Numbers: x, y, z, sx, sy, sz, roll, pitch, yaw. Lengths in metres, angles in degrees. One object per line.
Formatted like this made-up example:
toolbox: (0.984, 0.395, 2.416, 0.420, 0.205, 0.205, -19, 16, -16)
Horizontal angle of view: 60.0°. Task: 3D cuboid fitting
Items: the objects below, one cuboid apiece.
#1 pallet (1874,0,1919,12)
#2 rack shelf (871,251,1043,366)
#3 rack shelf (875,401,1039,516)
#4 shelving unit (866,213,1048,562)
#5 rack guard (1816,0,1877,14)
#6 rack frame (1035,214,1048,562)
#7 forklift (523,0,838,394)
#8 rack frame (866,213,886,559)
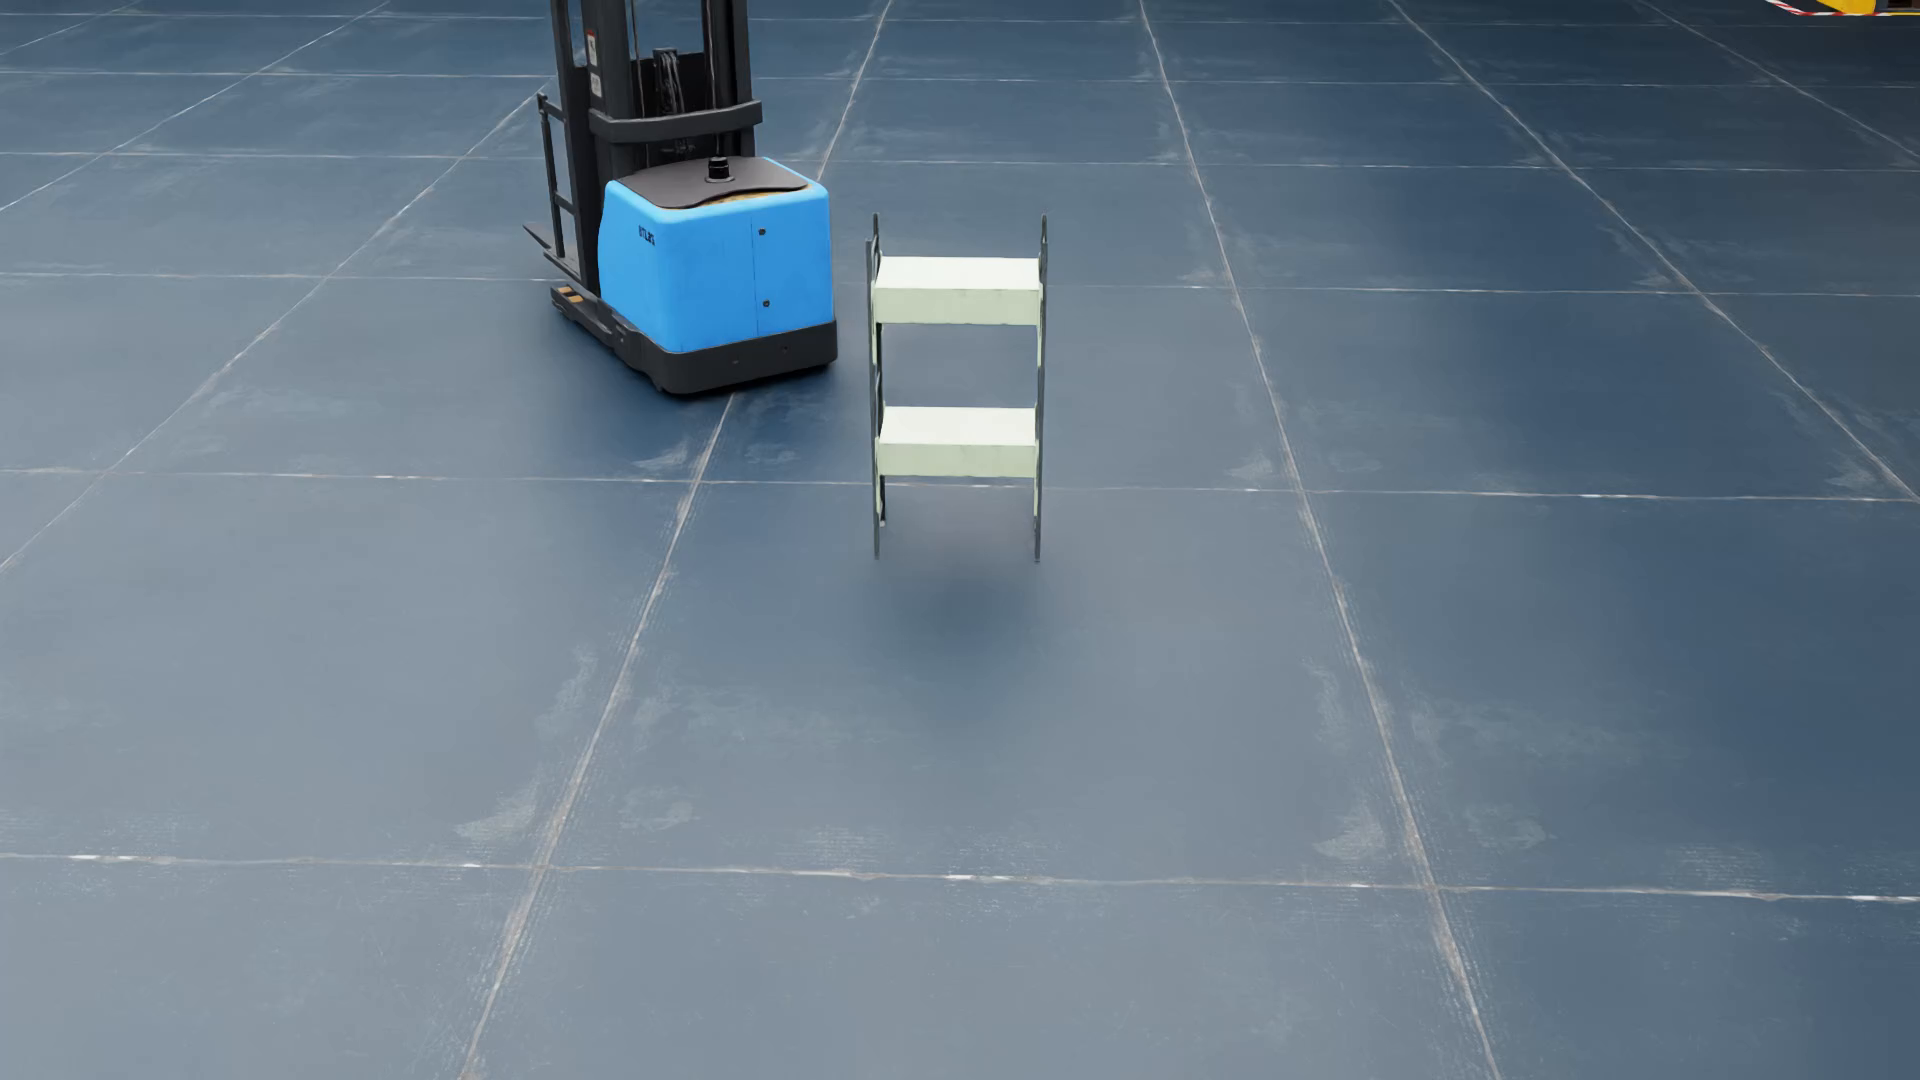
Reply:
pallet: (11.227, -6.462, 19.715, 1.213, 0.211, 1.003, 1, 28, 2)
rack shelf: (-0.007, -1.008, 7.216, 0.720, 0.370, 0.431, 1, 28, 2)
rack shelf: (-0.007, -0.375, 7.552, 0.720, 0.370, 0.431, 1, 28, 2)
shelving unit: (-0.007, -0.663, 7.399, 0.755, 1.500, 0.431, 1, 28, 2)
rack guard: (10.437, -6.583, 19.635, 0.348, 0.500, 1.175, 1, 28, 2)
rack frame: (0.359, -0.657, 7.388, 0.023, 1.500, 0.400, 1, 28, 2)
forklift: (-1.906, -2.742, 9.794, 1.130, 2.935, 3.031, -16, 32, -28)
rack frame: (-0.372, -0.669, 7.410, 0.023, 1.500, 0.400, 1, 28, 2)
